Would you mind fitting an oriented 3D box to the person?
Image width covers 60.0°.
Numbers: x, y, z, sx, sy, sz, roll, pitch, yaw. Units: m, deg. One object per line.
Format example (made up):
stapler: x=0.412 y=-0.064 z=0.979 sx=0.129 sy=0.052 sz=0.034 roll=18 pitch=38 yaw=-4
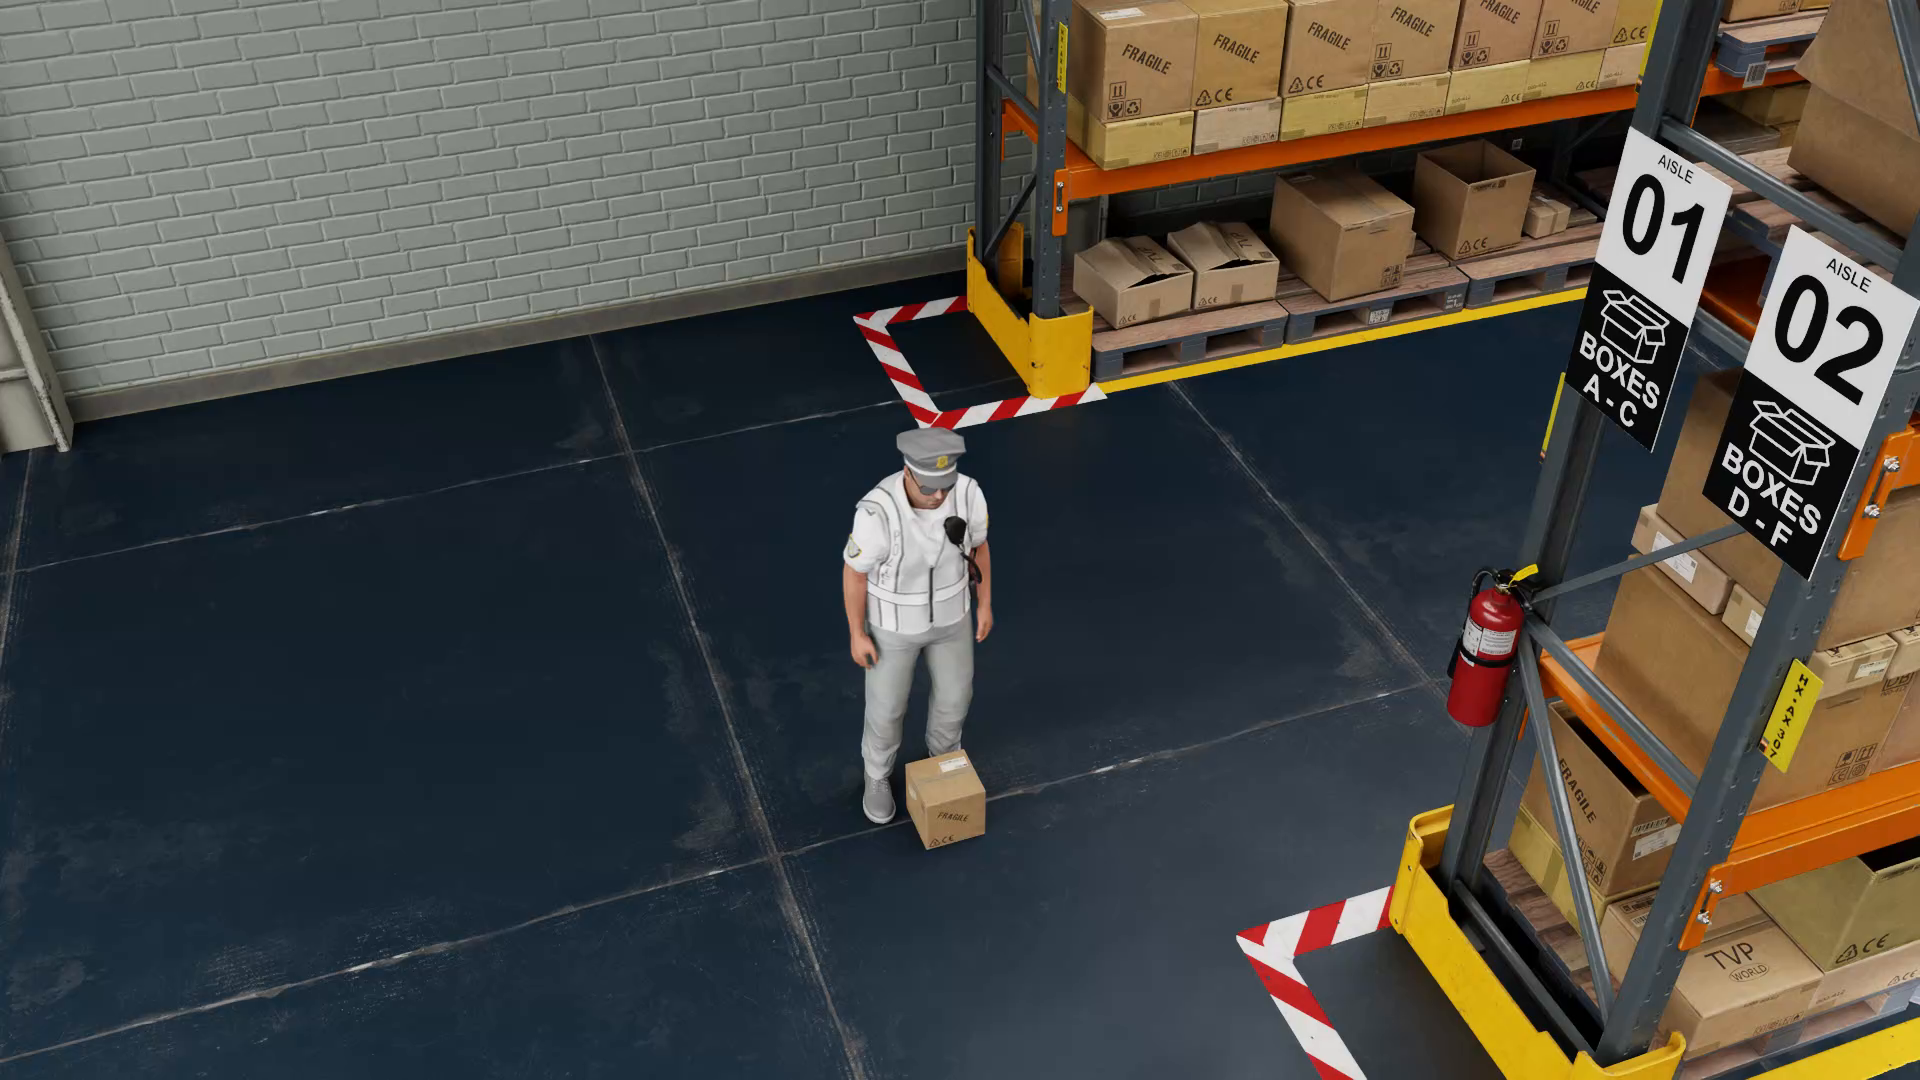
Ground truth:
person: x=-0.157 y=0.288 z=6.402 sx=0.590 sy=1.748 sz=0.434 roll=-13 pitch=39 yaw=-16
